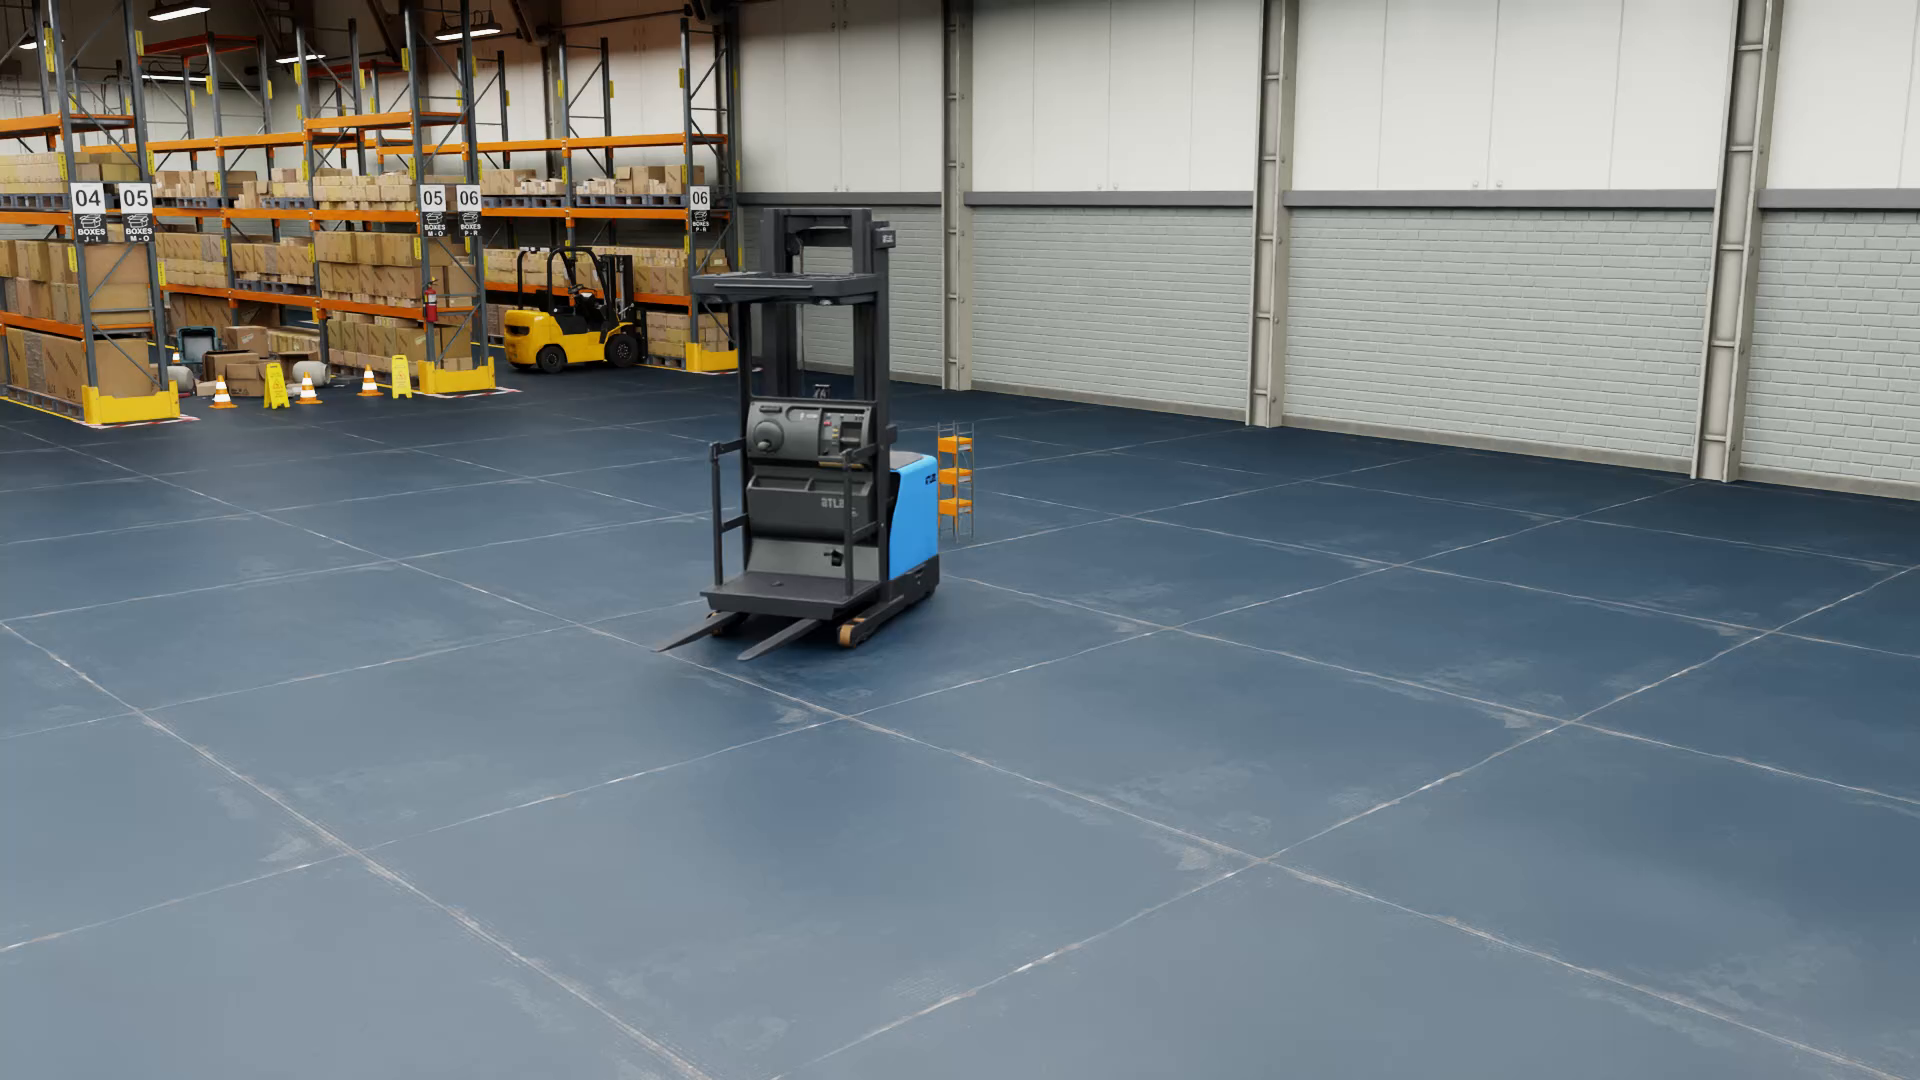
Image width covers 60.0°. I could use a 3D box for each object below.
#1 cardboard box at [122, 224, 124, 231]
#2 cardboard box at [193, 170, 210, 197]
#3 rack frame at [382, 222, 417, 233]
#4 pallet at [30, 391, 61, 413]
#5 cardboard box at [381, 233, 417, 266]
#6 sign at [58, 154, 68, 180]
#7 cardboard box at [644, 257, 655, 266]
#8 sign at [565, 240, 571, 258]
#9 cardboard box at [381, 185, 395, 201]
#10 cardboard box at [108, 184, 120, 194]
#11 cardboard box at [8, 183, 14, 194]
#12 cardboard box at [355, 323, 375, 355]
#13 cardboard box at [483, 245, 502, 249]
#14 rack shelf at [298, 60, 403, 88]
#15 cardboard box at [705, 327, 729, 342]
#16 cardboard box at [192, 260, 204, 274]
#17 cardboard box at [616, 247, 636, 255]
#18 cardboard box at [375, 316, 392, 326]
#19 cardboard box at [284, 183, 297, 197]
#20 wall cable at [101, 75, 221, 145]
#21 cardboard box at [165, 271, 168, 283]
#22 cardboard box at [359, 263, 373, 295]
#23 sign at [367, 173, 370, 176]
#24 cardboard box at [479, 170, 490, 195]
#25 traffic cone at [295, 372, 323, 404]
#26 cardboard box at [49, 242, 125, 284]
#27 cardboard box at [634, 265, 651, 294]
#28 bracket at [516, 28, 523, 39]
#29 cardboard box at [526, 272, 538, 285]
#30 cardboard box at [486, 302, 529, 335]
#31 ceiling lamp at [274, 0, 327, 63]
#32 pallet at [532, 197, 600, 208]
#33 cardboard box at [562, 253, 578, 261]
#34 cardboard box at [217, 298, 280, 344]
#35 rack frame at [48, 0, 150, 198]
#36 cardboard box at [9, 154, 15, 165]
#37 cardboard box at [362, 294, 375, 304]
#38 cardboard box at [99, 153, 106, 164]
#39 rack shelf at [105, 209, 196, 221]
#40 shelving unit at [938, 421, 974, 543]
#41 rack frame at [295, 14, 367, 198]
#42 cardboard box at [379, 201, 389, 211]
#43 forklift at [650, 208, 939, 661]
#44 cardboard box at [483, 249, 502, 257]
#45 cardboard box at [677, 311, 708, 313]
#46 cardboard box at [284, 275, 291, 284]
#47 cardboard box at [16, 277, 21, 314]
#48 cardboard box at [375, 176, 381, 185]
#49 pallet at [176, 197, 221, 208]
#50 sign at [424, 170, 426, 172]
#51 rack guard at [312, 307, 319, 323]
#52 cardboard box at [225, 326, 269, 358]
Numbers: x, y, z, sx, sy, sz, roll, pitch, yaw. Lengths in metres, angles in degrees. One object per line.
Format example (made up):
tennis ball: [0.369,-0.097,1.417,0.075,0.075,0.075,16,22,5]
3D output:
cardboard box: [-17.696,-6.685,35.590,0.380,0.149,0.250,-11,16,-43]
cardboard box: [-14.294,-6.856,32.036,0.500,0.500,0.700,11,16,42]
rack frame: [-12.648,-6.291,38.011,1.000,3.000,0.127,-11,16,-43]
pallet: [-12.906,-2.061,24.390,1.003,0.211,1.213,-11,16,-43]
cardboard box: [-8.803,-4.651,26.588,0.700,0.500,0.500,-11,16,-42]
sign: [-11.861,-4.933,21.990,0.100,0.325,0.005,-11,16,-43]
cardboard box: [-5.517,-5.067,30.218,0.250,0.149,0.380,11,16,43]
sign: [-7.509,-5.574,31.862,0.100,0.325,0.005,-11,16,-43]
cardboard box: [-8.833,-5.501,26.380,0.500,0.250,0.500,-11,16,-43]
cardboard box: [-11.463,-4.838,22.861,0.380,0.149,0.250,-11,16,-42]
cardboard box: [-13.511,-5.078,24.028,0.380,0.149,0.250,-11,16,-43]
cardboard box: [-9.763,-3.381,27.804,0.500,0.500,0.500,-10,15,-40]
cardboard box: [-10.128,-6.058,35.596,0.500,0.500,0.500,-10,15,-40]
rack shelf: [-14.029,-10.796,38.560,1.077,0.370,4.000,-11,16,-43]
cardboard box: [-4.535,-3.741,30.169,0.500,0.250,0.500,-11,16,-42]
cardboard box: [-14.716,-5.368,32.663,0.500,0.250,0.500,11,16,44]
cardboard box: [-6.171,-5.371,30.954,0.380,0.149,0.250,-11,16,-43]
cardboard box: [-9.344,-3.592,27.219,0.380,0.149,0.250,-10,15,-40]
cardboard box: [-11.565,-6.172,29.332,0.500,0.250,0.500,-11,16,-42]
wall cable: [-20.543,-10.417,43.079,2.988,3.039,0.133,-11,16,-43]
cardboard box: [-16.122,-5.424,34.176,0.500,0.250,0.500,11,16,44]
cardboard box: [-9.544,-4.306,27.395,0.500,0.500,0.500,-11,16,-42]
sign: [-10.323,-6.230,29.002,0.100,0.325,0.005,-11,16,-43]
cardboard box: [-9.562,-7.340,34.135,0.500,0.500,0.500,-11,16,-42]
traffic cone: [-9.746,-2.283,24.847,0.336,0.463,0.334,-11,16,-43]
cardboard box: [-12.133,-3.872,23.224,0.875,0.550,0.550,-11,16,-43]
cardboard box: [-5.596,-4.775,30.408,0.500,0.500,0.500,-11,16,-44]
bracket: [-8.877,-10.355,33.949,0.235,0.232,0.430,-11,16,-43]
cardboard box: [-8.332,-5.236,33.265,0.500,0.250,0.500,-11,16,-42]
cardboard box: [-9.465,-4.657,34.924,0.875,0.625,0.625,-10,15,-41]
ceiling lamp: [-13.659,-11.659,34.737,0.800,3.185,2.000,-11,16,-43]
pallet: [-7.742,-6.626,32.677,1.217,0.209,0.805,11,16,43]
cardboard box: [-7.520,-5.509,32.361,0.380,0.149,0.250,-10,15,-41]
cardboard box: [-13.890,-4.292,32.536,0.875,0.875,0.875,-11,16,-43]
rack frame: [-11.459,-6.081,22.126,1.000,3.000,0.127,-11,16,-43]
cardboard box: [-13.336,-5.432,23.766,0.380,0.149,0.250,-11,16,-43]
cardboard box: [-9.654,-3.996,27.498,0.380,0.149,0.250,-11,16,-43]
cardboard box: [-11.631,-5.264,22.951,0.380,0.149,0.250,-11,16,-42]
rack shelf: [-17.616,-7.007,35.838,1.077,0.370,4.000,-11,16,-43]
shelving unit: [-0.037,-0.522,14.843,0.215,1.050,0.252,-11,16,-43]
rack frame: [-10.711,-7.369,28.379,1.000,3.000,0.127,-11,16,-43]
cardboard box: [-9.085,-5.358,26.672,0.380,0.149,0.250,-11,16,-43]
forklift: [-1.131,-0.789,11.478,1.130,2.935,3.031,4,12,19]
cardboard box: [-9.693,-5.947,34.489,0.380,0.149,0.250,-10,16,-41]
cardboard box: [-4.904,-4.057,30.465,0.500,0.250,0.500,-11,16,-42]
cardboard box: [-11.817,-4.660,29.680,0.380,0.149,0.250,-11,16,-42]
cardboard box: [-13.561,-3.671,24.922,0.875,0.550,0.550,-11,16,-43]
cardboard box: [-9.199,-5.792,26.806,0.250,0.149,0.380,11,16,44]
pallet: [-14.730,-6.641,32.745,1.003,0.211,1.213,-10,15,-40]
sign: [-12.249,-8.284,37.995,0.100,0.325,0.005,-11,16,-43]
rack guard: [-15.358,-5.639,41.043,1.175,0.500,0.348,-11,16,-43]
cardboard box: [-11.977,-3.325,27.935,0.500,0.500,0.500,-11,16,-43]
